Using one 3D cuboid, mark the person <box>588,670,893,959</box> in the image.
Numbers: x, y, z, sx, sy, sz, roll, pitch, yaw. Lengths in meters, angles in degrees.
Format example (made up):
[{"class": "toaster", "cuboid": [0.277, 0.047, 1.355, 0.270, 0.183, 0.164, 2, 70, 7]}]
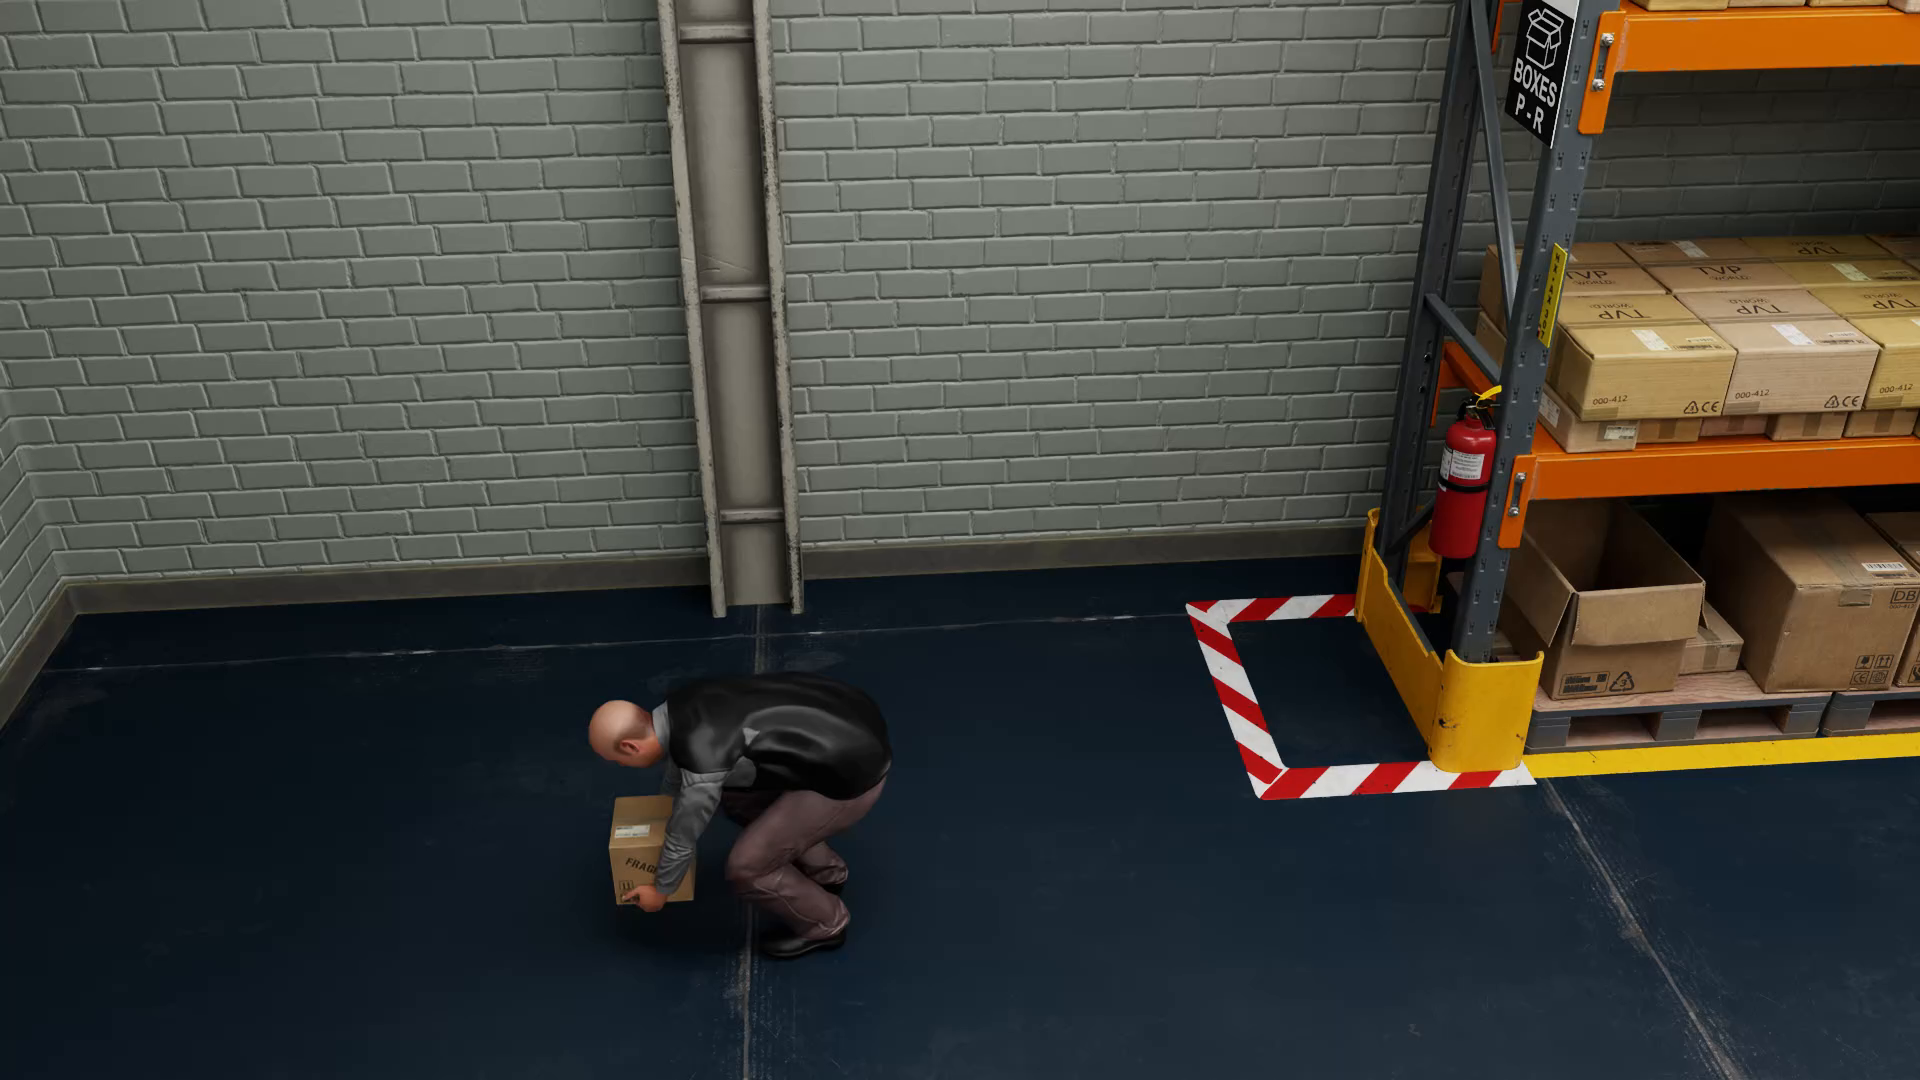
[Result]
[{"class": "person", "cuboid": [-0.690, 0.879, 5.416, 0.942, 0.977, 0.520, -4, 31, -7]}]
